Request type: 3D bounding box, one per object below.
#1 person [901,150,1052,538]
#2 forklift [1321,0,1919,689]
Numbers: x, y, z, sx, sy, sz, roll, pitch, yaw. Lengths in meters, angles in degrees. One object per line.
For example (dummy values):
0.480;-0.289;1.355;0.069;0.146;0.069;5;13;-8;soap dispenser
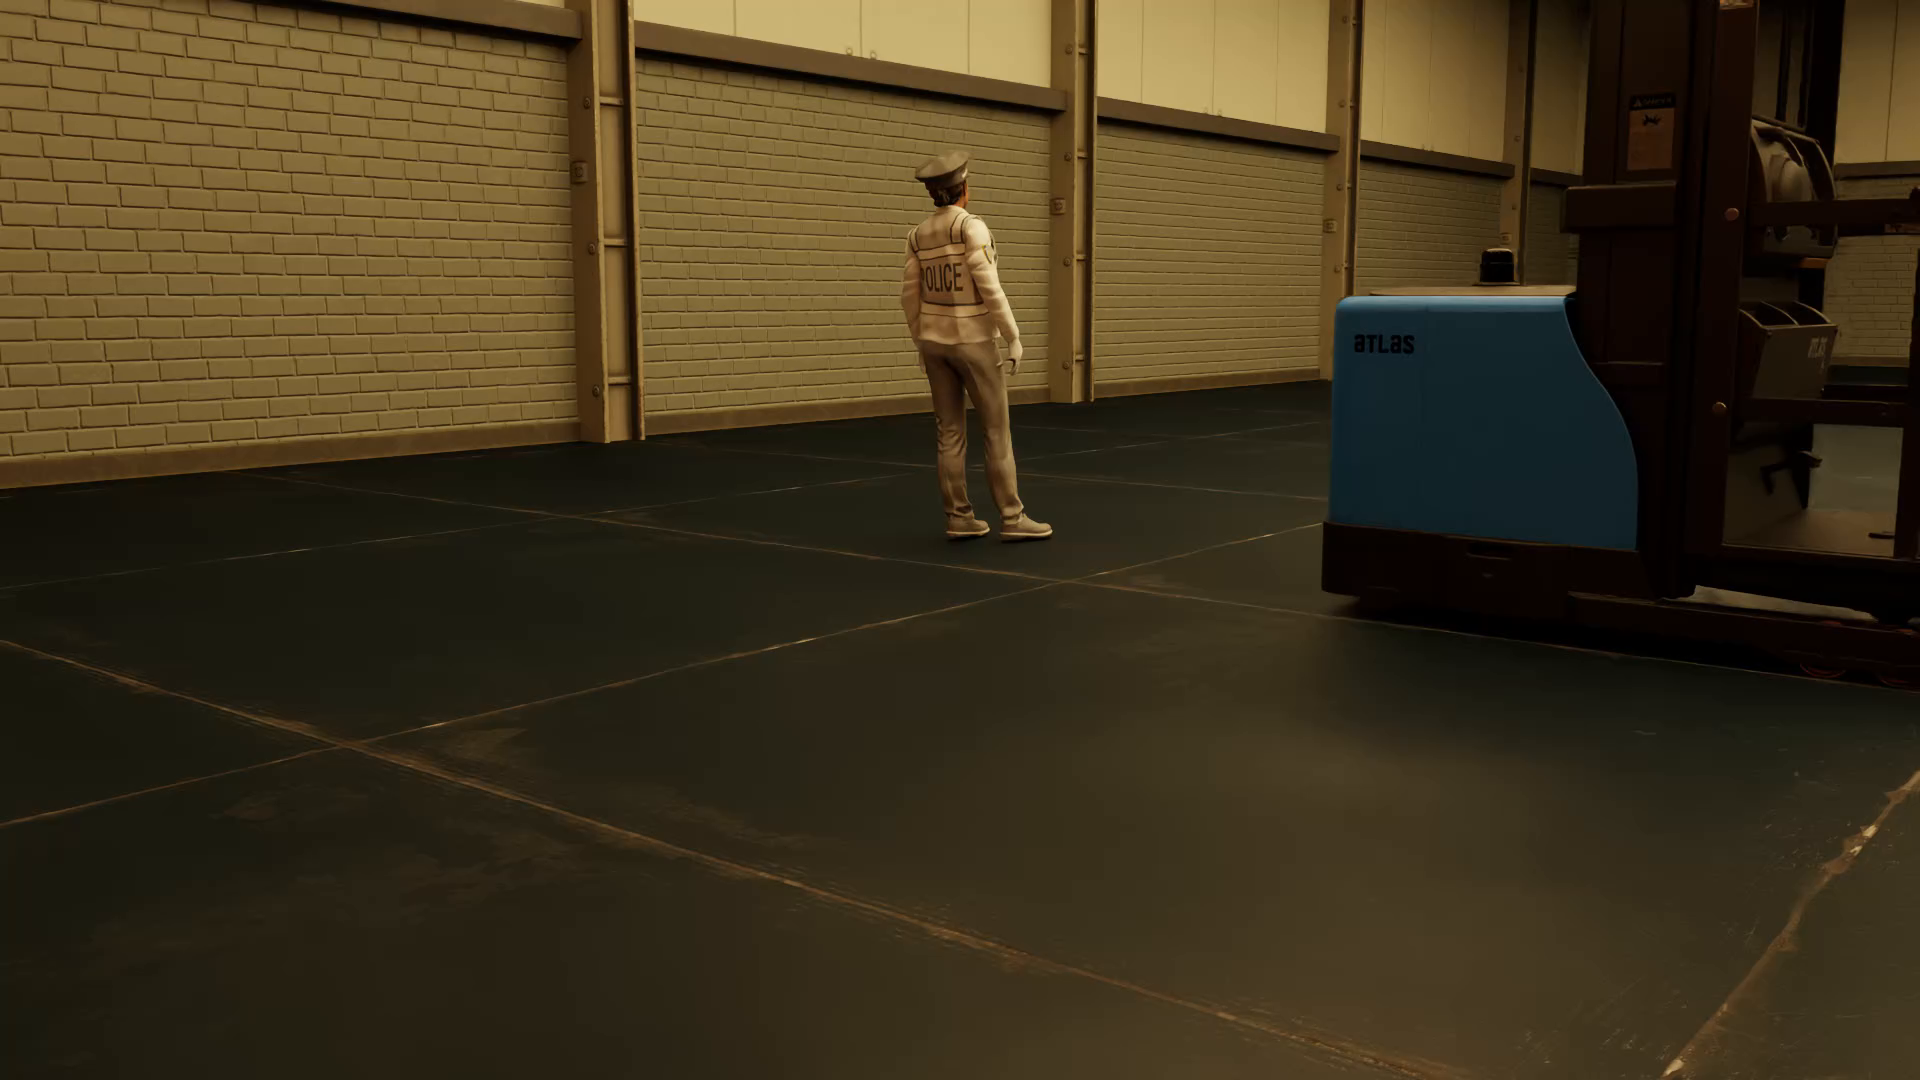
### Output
0.049;-0.853;7.330;0.587;1.694;0.530;7;11;38;person
2.712;-1.125;4.973;3.031;2.935;1.130;7;11;38;forklift
